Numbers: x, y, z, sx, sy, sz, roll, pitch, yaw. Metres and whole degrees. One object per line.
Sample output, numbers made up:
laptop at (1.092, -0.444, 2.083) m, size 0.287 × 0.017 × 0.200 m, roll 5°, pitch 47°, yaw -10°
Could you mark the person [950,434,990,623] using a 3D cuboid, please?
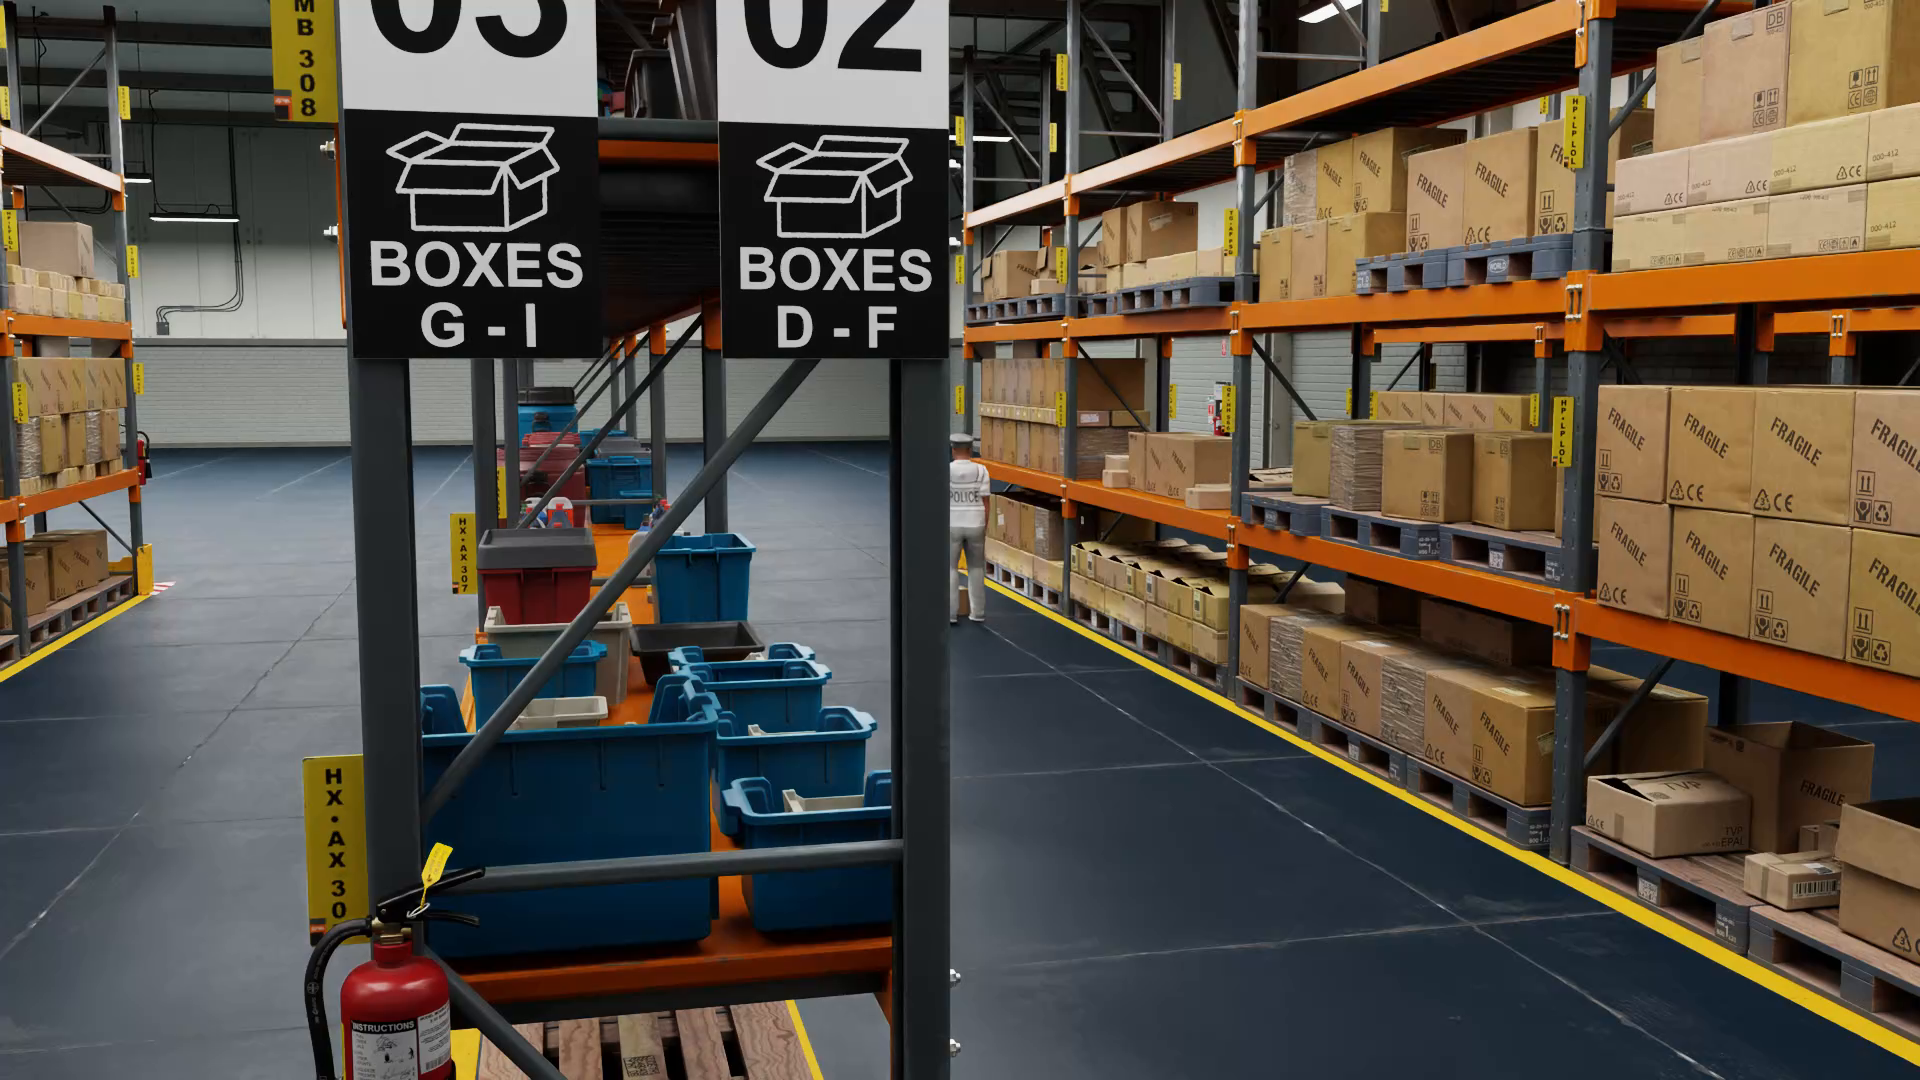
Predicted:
person at (0.008, -0.104, 15.451) m, size 0.527 × 1.748 × 0.393 m, roll -1°, pitch 6°, yaw -9°
